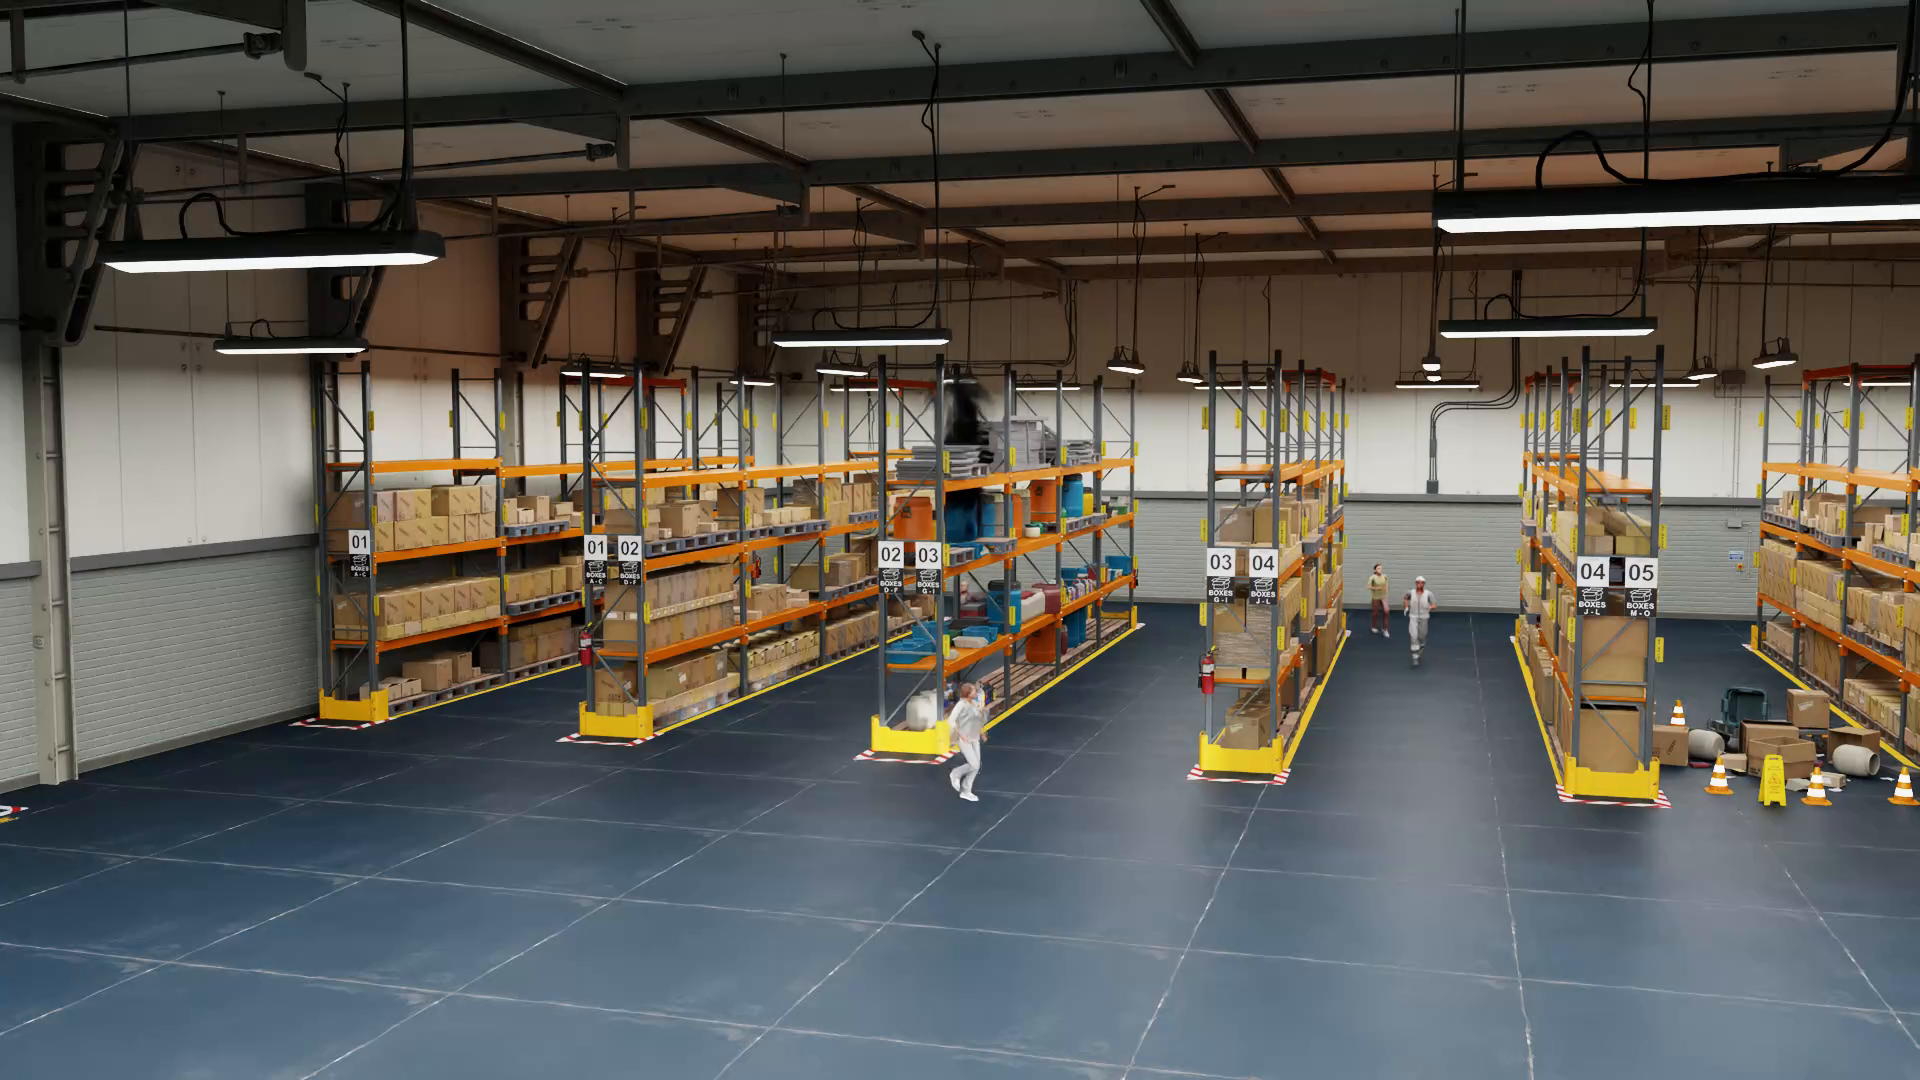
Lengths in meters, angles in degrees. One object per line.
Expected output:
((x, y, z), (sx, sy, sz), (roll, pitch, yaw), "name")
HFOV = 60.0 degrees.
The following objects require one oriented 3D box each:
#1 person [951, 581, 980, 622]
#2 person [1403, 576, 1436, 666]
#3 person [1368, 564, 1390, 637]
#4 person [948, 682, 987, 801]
((0.105, 1.708, 34.006), (0.699, 1.748, 0.671), (1, 4, 19), "person")
((9.459, 1.644, 34.250), (0.651, 1.805, 0.983), (1, 4, 14), "person")
((9.785, 1.396, 38.932), (0.528, 1.702, 0.749), (0, 4, -1), "person")
((0.083, 2.662, 21.992), (0.500, 1.566, 0.538), (3, 5, 37), "person")
